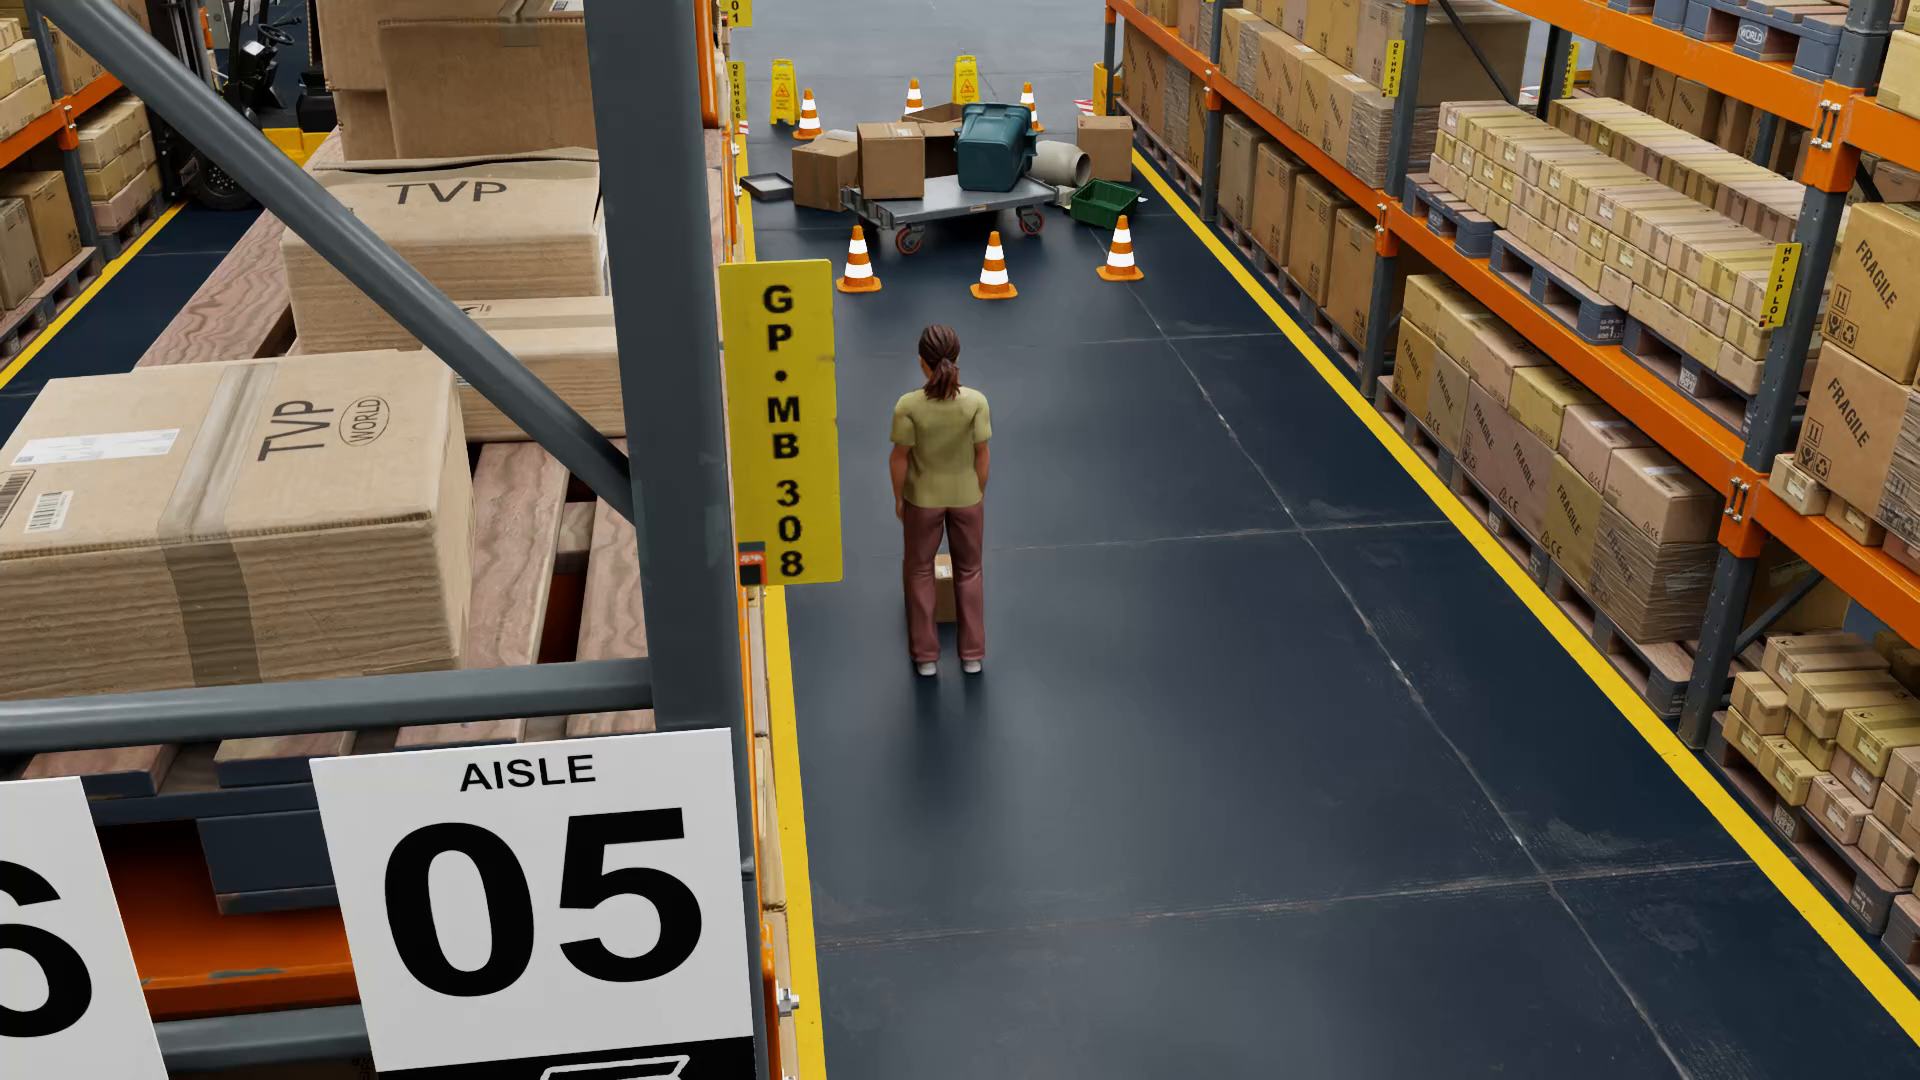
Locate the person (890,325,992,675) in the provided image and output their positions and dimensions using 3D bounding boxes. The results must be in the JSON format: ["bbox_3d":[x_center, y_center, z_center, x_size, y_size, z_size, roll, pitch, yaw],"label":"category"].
[{"bbox_3d":[-0.087,-0.160,7.443,0.447,1.670,0.365,-3,27,-6],"label":"person"}]
